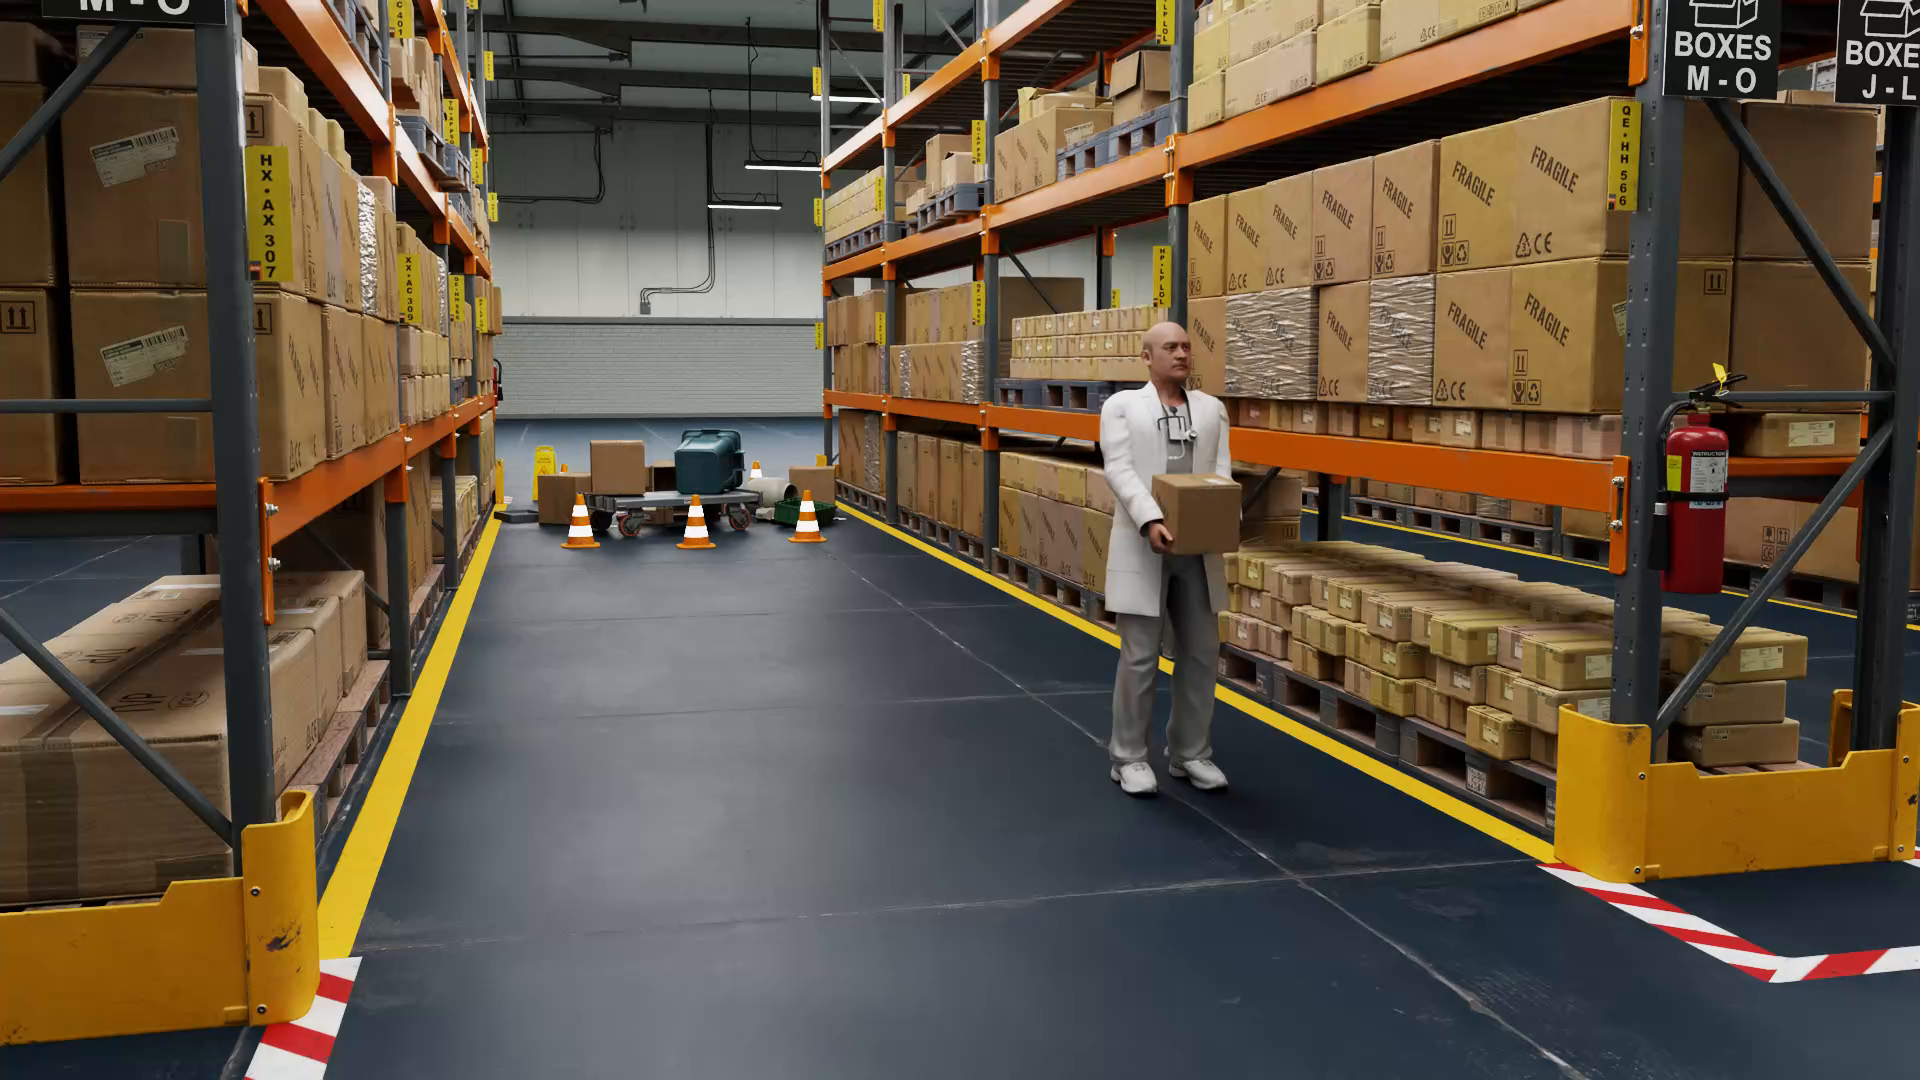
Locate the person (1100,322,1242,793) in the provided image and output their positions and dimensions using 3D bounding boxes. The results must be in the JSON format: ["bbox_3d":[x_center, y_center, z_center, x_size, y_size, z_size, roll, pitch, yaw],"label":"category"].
[{"bbox_3d":[0.818,0.068,6.253,0.530,1.769,0.562,-2,6,-15],"label":"person"}]
